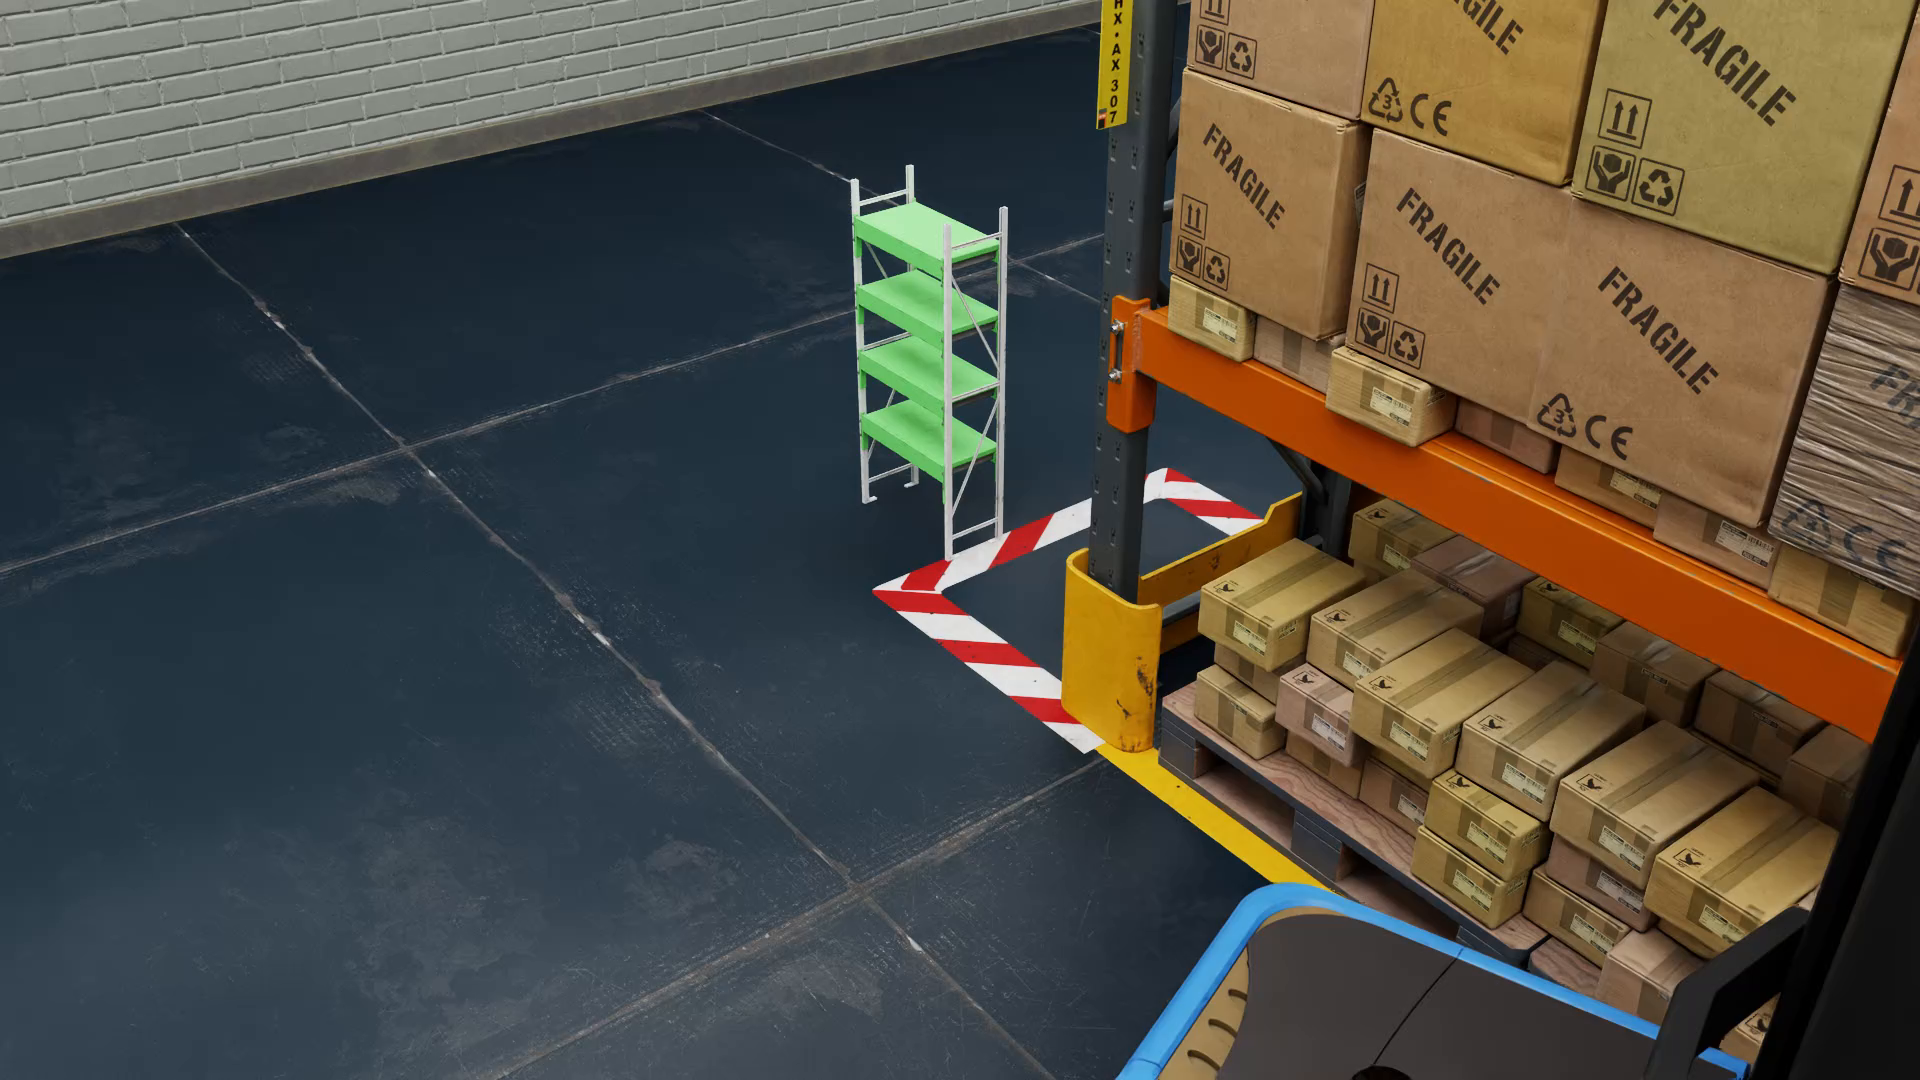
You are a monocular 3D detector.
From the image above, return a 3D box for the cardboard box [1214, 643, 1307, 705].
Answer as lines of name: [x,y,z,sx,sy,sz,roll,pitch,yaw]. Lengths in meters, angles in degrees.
cardboard box: [0.914,0.266,4.501,0.380,0.149,0.250,-21,37,-29]

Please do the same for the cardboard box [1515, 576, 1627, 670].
cardboard box: [1.688,0.167,4.378,0.380,0.149,0.250,-23,39,-32]

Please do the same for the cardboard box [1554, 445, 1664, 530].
cardboard box: [1.461,-0.187,3.446,0.380,0.149,0.250,-23,38,-32]

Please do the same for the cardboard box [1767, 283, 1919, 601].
cardboard box: [1.809,-0.201,2.853,0.500,0.500,0.500,-23,39,-33]

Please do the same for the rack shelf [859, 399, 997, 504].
rack shelf: [-0.102,-0.321,5.705,0.258,0.148,0.480,-22,38,-31]

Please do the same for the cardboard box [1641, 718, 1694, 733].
cardboard box: [1.748,0.454,4.199,0.380,0.149,0.250,-23,38,-32]

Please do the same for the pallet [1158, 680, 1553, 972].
pallet: [1.312,0.625,4.544,1.003,0.211,1.213,-22,38,-31]

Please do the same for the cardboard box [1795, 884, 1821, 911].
cardboard box: [1.901,0.782,3.387,0.380,0.149,0.250,-22,38,-31]

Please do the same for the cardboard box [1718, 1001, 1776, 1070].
cardboard box: [1.823,1.053,3.515,0.380,0.149,0.250,-22,38,-31]

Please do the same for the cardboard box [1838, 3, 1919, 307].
cardboard box: [1.792,-0.619,2.579,0.500,0.500,0.500,-24,39,-33]

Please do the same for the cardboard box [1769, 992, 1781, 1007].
cardboard box: [1.924,0.909,3.465,0.380,0.149,0.250,-20,37,-29]

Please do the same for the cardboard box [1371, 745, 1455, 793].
cardboard box: [1.257,0.472,4.169,0.380,0.149,0.250,-22,38,-31]

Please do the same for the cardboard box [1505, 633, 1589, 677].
cardboard box: [1.665,0.308,4.433,0.380,0.149,0.250,-24,39,-33]

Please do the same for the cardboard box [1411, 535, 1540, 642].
cardboard box: [1.429,0.100,4.486,0.380,0.149,0.250,-21,38,-30]

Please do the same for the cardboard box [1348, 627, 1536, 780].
cardboard box: [1.166,0.389,4.021,0.380,0.149,0.250,-22,38,-32]

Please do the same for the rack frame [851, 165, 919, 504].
rack frame: [-0.251,-0.680,5.708,0.240,1.200,0.015,-22,38,-31]

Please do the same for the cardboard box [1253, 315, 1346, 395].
cardboard box: [0.924,-0.501,3.952,0.380,0.149,0.250,-21,37,-30]

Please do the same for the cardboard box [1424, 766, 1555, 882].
cardboard box: [1.329,0.614,3.941,0.380,0.149,0.250,-21,38,-30]

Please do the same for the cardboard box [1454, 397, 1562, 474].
cardboard box: [1.314,-0.308,3.641,0.380,0.149,0.250,-20,37,-29]

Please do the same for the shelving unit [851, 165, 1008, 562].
shelving unit: [-0.102,-0.579,5.545,0.258,1.200,0.503,-22,38,-31]

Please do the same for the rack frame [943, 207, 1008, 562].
rack frame: [0.048,-0.477,5.381,0.240,1.200,0.015,-22,38,-31]

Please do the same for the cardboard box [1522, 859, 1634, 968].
cardboard box: [1.549,0.814,3.900,0.380,0.149,0.250,-22,38,-31]

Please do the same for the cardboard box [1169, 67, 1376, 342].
cardboard box: [0.853,-0.834,3.873,0.500,0.500,0.500,-20,37,-29]

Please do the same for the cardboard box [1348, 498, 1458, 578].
cardboard box: [1.320,-0.023,4.684,0.380,0.149,0.250,-22,38,-31]

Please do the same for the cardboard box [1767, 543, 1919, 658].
cardboard box: [1.732,0.040,3.081,0.380,0.149,0.250,-21,37,-30]

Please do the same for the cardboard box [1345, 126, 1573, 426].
cardboard box: [1.201,-0.619,3.527,0.500,0.500,0.500,-22,38,-31]

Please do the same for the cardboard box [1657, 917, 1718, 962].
cardboard box: [1.766,0.793,3.652,0.380,0.149,0.250,-20,37,-29]

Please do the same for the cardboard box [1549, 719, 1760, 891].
cardboard box: [1.546,0.584,3.707,0.380,0.149,0.250,-21,37,-30]

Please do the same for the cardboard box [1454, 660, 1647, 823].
cardboard box: [1.383,0.466,3.898,0.380,0.149,0.250,-24,39,-34]

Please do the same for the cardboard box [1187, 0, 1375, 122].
cardboard box: [0.861,-1.262,3.615,0.500,0.500,0.500,-23,38,-32]

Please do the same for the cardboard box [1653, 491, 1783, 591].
cardboard box: [1.590,-0.075,3.266,0.380,0.149,0.250,-23,39,-32]

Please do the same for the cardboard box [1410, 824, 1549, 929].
cardboard box: [1.317,0.739,4.022,0.380,0.149,0.250,-22,38,-31]

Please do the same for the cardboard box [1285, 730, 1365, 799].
cardboard box: [1.089,0.495,4.413,0.380,0.149,0.250,-22,38,-32]

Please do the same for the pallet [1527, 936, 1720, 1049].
pallet: [2.056,1.133,3.726,1.003,0.211,1.213,-22,38,-31]

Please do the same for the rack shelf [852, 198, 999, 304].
rack shelf: [-0.102,-0.932,5.325,0.258,0.148,0.480,-22,38,-31]

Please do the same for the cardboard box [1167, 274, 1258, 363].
cardboard box: [0.735,-0.594,4.101,0.380,0.149,0.250,-23,38,-32]

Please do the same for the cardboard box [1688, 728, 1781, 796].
cardboard box: [1.992,0.520,4.092,0.380,0.149,0.250,-22,38,-31]

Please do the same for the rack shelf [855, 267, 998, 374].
rack shelf: [-0.102,-0.728,5.452,0.258,0.148,0.480,-22,38,-31]

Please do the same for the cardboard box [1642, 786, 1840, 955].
cardboard box: [1.671,0.709,3.506,0.380,0.149,0.250,-22,38,-31]

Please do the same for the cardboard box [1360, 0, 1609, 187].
cardboard box: [1.176,-1.054,3.280,0.500,0.500,0.500,-21,38,-30]

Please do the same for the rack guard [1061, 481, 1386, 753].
rack guard: [0.842,0.152,5.032,1.175,0.500,0.348,-22,38,-31]

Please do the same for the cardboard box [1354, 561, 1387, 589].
cardboard box: [1.345,0.092,4.781,0.380,0.149,0.250,-23,39,-33]

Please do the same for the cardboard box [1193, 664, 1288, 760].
cardboard box: [0.864,0.413,4.546,0.380,0.149,0.250,-21,38,-30]

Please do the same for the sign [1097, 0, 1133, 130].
sign: [0.367,-1.134,3.912,0.100,0.325,0.005,-22,38,-31]

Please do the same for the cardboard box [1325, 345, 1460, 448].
cardboard box: [1.047,-0.372,3.744,0.380,0.149,0.250,-23,39,-33]

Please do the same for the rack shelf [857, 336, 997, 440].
rack shelf: [-0.102,-0.524,5.578,0.258,0.148,0.480,-22,38,-31]

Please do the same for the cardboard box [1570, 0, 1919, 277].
cardboard box: [1.477,-0.830,2.919,0.500,0.500,0.500,-23,39,-32]

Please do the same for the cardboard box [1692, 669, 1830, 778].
cardboard box: [2.006,0.389,4.020,0.380,0.149,0.250,-21,37,-30]

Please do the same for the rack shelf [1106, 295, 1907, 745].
rack shelf: [2.022,0.197,3.271,1.077,0.370,4.000,-22,38,-31]

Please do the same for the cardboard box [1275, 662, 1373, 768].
cardboard box: [1.037,0.398,4.288,0.380,0.149,0.250,-22,38,-32]

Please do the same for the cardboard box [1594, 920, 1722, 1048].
cardboard box: [1.633,0.946,3.688,0.380,0.149,0.250,-24,39,-34]

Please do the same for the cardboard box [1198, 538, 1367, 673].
cardboard box: [0.848,0.166,4.379,0.380,0.149,0.250,-24,39,-33]

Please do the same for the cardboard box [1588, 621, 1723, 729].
cardboard box: [1.797,0.295,4.171,0.380,0.149,0.250,-24,39,-33]

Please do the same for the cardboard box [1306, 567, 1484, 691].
cardboard box: [1.113,0.242,4.257,0.380,0.149,0.250,-22,38,-31]

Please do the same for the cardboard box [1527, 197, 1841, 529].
cardboard box: [1.491,-0.411,3.192,0.500,0.500,0.500,-22,38,-31]

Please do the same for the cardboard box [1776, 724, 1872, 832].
cardboard box: [2.080,0.535,3.786,0.380,0.149,0.250,-24,39,-33]

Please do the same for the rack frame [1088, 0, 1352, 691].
rack frame: [0.796,-0.942,4.423,1.000,3.000,0.127,-22,38,-31]

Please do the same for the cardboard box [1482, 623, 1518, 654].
cardboard box: [1.462,0.219,4.577,0.380,0.149,0.250,-23,39,-32]

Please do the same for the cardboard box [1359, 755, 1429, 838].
cardboard box: [1.247,0.597,4.250,0.380,0.149,0.250,-22,38,-31]

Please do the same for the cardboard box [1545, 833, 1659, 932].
cardboard box: [1.567,0.694,3.812,0.380,0.149,0.250,-24,39,-34]
